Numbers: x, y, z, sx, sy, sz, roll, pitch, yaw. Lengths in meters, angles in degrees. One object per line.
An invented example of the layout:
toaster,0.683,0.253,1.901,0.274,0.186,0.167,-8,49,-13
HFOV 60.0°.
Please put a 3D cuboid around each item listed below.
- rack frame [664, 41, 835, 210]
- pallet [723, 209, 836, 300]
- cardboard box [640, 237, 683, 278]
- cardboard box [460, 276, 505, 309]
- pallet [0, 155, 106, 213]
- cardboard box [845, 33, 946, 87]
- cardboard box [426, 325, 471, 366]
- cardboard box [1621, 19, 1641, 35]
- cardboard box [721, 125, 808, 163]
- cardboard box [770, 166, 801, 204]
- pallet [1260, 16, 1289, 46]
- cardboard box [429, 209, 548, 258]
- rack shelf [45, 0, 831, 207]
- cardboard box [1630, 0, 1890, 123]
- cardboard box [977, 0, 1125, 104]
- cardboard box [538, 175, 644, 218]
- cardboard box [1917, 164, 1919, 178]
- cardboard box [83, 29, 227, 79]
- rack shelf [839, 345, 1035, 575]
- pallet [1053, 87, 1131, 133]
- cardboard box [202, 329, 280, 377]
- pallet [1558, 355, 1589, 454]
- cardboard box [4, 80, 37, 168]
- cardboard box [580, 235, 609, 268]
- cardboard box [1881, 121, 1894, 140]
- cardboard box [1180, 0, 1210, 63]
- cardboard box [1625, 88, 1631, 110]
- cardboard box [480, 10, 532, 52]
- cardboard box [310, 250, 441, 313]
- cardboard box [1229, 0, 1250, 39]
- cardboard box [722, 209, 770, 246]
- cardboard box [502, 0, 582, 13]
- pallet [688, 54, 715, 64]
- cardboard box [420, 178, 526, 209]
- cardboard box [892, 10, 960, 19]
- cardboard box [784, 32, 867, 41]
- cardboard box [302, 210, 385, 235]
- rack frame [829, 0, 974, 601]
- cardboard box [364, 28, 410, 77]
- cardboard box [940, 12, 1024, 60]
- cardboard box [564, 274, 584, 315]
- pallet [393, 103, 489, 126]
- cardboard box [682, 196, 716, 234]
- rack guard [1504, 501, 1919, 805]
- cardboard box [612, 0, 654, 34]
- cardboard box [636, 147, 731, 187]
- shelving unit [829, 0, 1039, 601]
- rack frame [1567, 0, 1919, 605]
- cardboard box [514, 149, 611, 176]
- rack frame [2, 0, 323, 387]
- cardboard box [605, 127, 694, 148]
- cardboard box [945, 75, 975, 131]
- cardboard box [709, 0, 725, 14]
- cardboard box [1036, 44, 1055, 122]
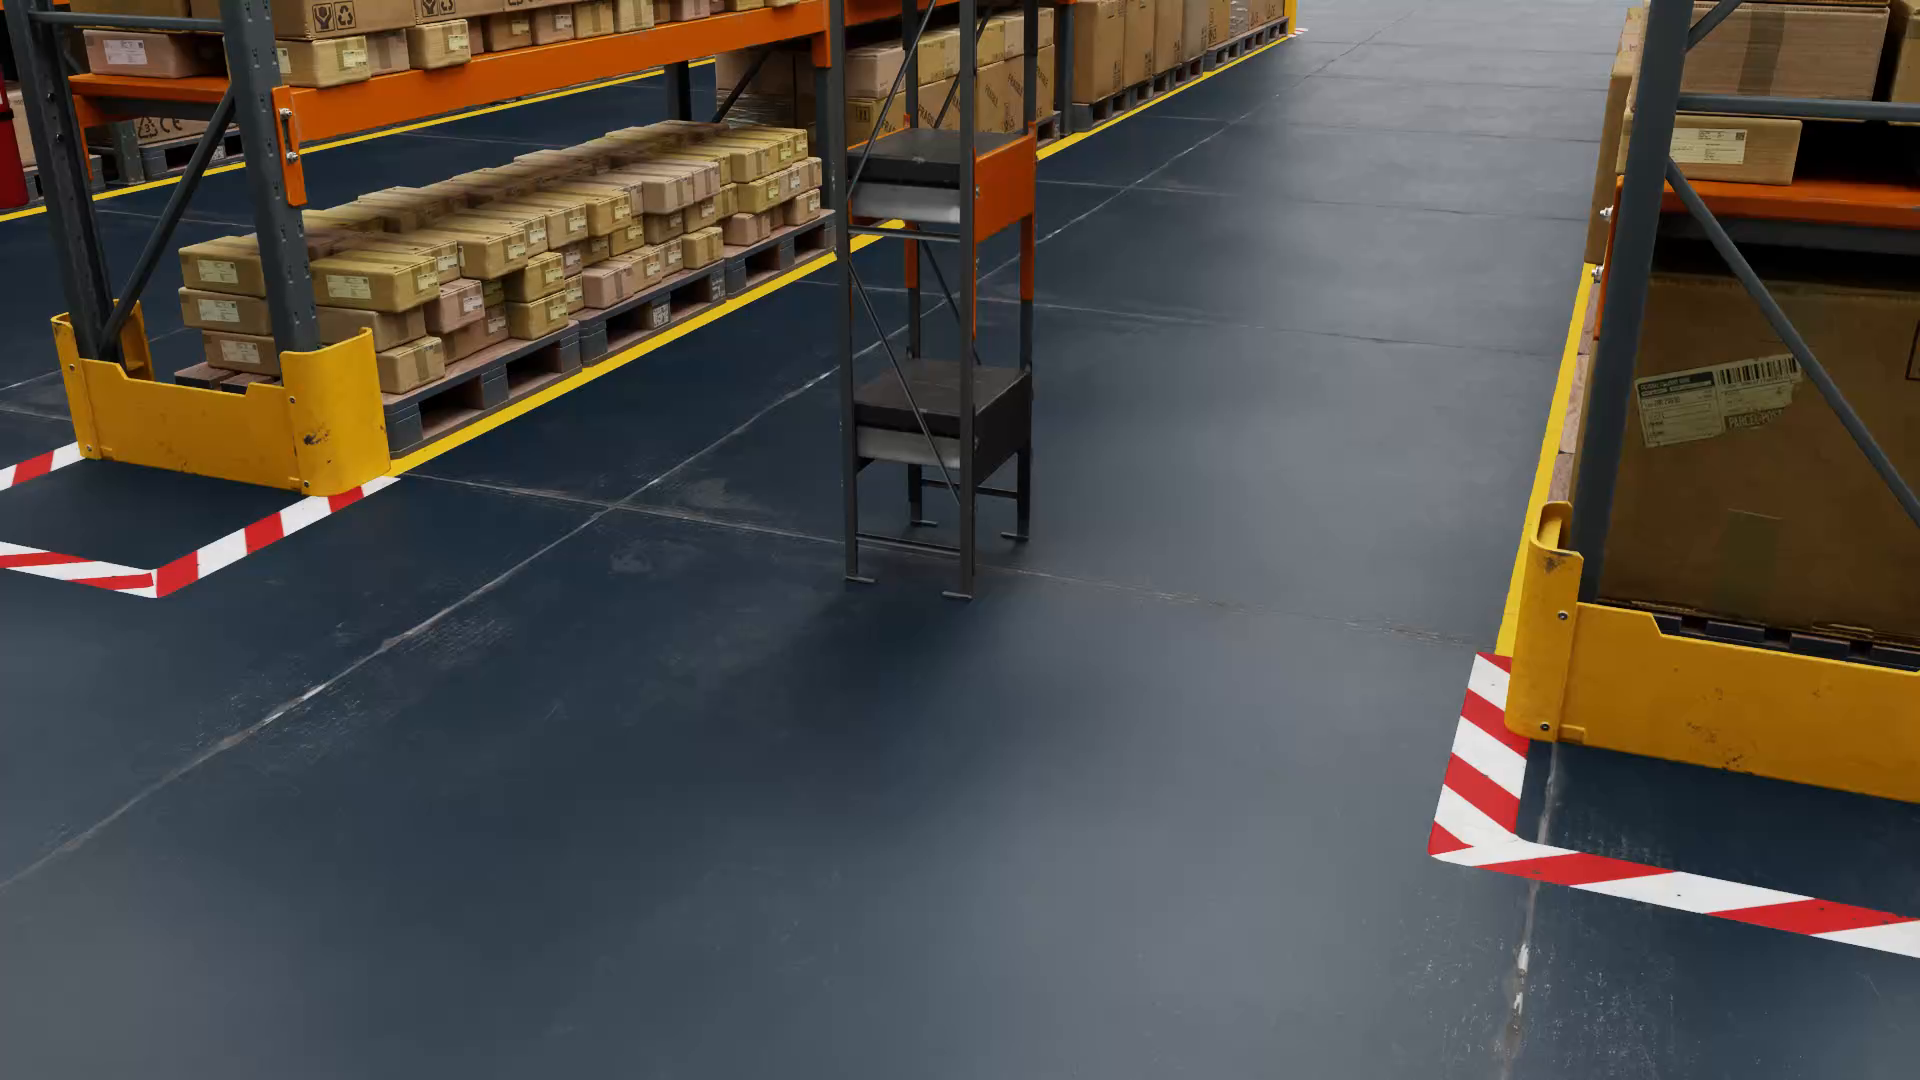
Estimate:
rack frame,-1.129,-3.070,8.708,1.000,3.000,0.127,9,24,20
pallet,-1.345,-1.538,8.658,1.003,0.211,1.213,9,24,20
cardboard box,-1.502,-1.305,7.636,0.380,0.149,0.250,9,24,21
cardboard box,-2.019,-0.995,6.508,0.380,0.149,0.250,9,24,21
pallet,-6.117,-2.195,10.231,1.003,0.211,1.213,9,24,20
cardboard box,-0.413,-2.874,9.964,0.500,0.250,0.500,9,24,22
cardboard box,-2.102,-0.764,6.341,0.380,0.149,0.250,9,24,20
cardboard box,4.311,-2.407,9.331,1.225,0.875,0.875,9,24,20
cardboard box,-1.019,-2.058,8.668,0.380,0.149,0.250,9,24,22
cardboard box,-1.040,-1.829,8.504,0.380,0.149,0.250,8,24,18
pallet,3.104,-5.780,18.814,1.003,0.211,1.213,9,24,20
cardboard box,-1.886,-1.218,6.657,0.380,0.149,0.250,8,24,17
rack shelf,-1.872,-2.022,7.133,1.077,0.370,4.000,9,24,20
cardboard box,1.887,-1.172,3.972,0.500,0.250,0.500,8,24,19
cardboard box,0.667,-3.862,12.978,1.050,0.750,0.750,8,24,19
cardboard box,-1.629,-1.508,7.350,0.380,0.149,0.250,9,24,20
cardboard box,2.391,-0.856,3.734,0.380,0.149,0.250,9,24,21
cardboard box,-2.756,-1.680,5.705,0.380,0.149,0.250,9,24,20
rack shelf,-0.061,-0.251,4.979,0.431,0.518,0.480,9,24,20
pallet,0.720,-3.486,13.322,1.003,0.211,1.213,9,24,20
cardboard box,-2.613,-0.735,6.272,0.380,0.149,0.250,9,24,21
pallet,2.632,-0.338,5.785,1.003,0.211,1.213,9,24,20
cardboard box,-6.095,-2.545,10.230,0.875,0.438,0.875,8,24,19
cardboard box,-1.750,-1.283,7.197,0.380,0.149,0.250,10,25,23
cardboard box,2.676,-1.133,4.397,0.380,0.149,0.250,8,24,19
cardboard box,1.696,-4.853,15.351,1.050,0.750,0.750,9,24,20
cardboard box,1.875,-1.044,4.184,0.380,0.149,0.250,9,24,21
cardboard box,-1.892,-1.983,6.432,0.380,0.149,0.250,9,24,20
cardboard box,-2.104,-0.930,5.967,0.380,0.149,0.250,8,24,18
cardboard box,2.473,-5.684,17.178,0.875,0.875,0.875,9,24,20
cardboard box,-1.170,-1.574,8.281,0.380,0.149,0.250,8,24,18
cardboard box,-1.822,-2.312,6.377,0.500,0.500,0.500,9,24,21
pallet,-3.078,-5.040,17.041,1.003,0.211,1.213,9,24,20
cardboard box,-2.124,-1.476,7.273,0.380,0.149,0.250,8,24,18
cardboard box,-0.312,-3.494,11.449,0.500,0.250,0.500,8,24,19
cardboard box,-0.884,-2.941,10.125,0.500,0.250,0.500,10,25,23
cardboard box,-2.528,-1.210,6.636,0.380,0.149,0.250,8,24,19
rack frame,-0.152,-0.822,4.494,0.400,2.100,0.015,9,24,20
cardboard box,-2.134,-1.689,5.727,0.380,0.149,0.250,10,25,22
cardboard box,0.169,-3.423,11.279,0.500,0.250,0.500,9,24,21
cardboard box,-1.813,-1.034,6.989,0.380,0.149,0.250,9,24,20
pallet,-4.639,-3.616,13.633,1.003,0.211,1.213,9,24,20
cardboard box,-1.383,-1.560,7.862,0.380,0.149,0.250,9,24,21
rack guard,1.944,0.270,3.955,1.175,0.500,0.348,9,24,20
cardboard box,-1.531,-2.248,7.067,0.380,0.149,0.250,9,24,21
cardboard box,-1.332,-1.789,8.024,0.380,0.149,0.250,10,25,22
shelving unit,-0.062,-0.910,4.703,0.431,2.100,0.503,9,24,20
rack frame,1.953,-0.892,3.494,1.000,3.000,0.127,9,24,20
cardboard box,-1.901,-1.765,7.967,0.380,0.149,0.250,9,24,21
rack frame,-2.615,-1.638,5.281,1.000,3.000,0.127,9,24,20
cardboard box,-1.606,-2.039,8.622,0.380,0.149,0.250,10,25,23
cardboard box,-0.231,-2.716,10.558,0.500,0.500,0.500,9,24,21
cardboard box,-1.326,-2.541,7.767,0.380,0.149,0.250,8,24,19
cardboard box,0.355,-3.269,11.882,0.500,0.500,0.500,9,24,20
